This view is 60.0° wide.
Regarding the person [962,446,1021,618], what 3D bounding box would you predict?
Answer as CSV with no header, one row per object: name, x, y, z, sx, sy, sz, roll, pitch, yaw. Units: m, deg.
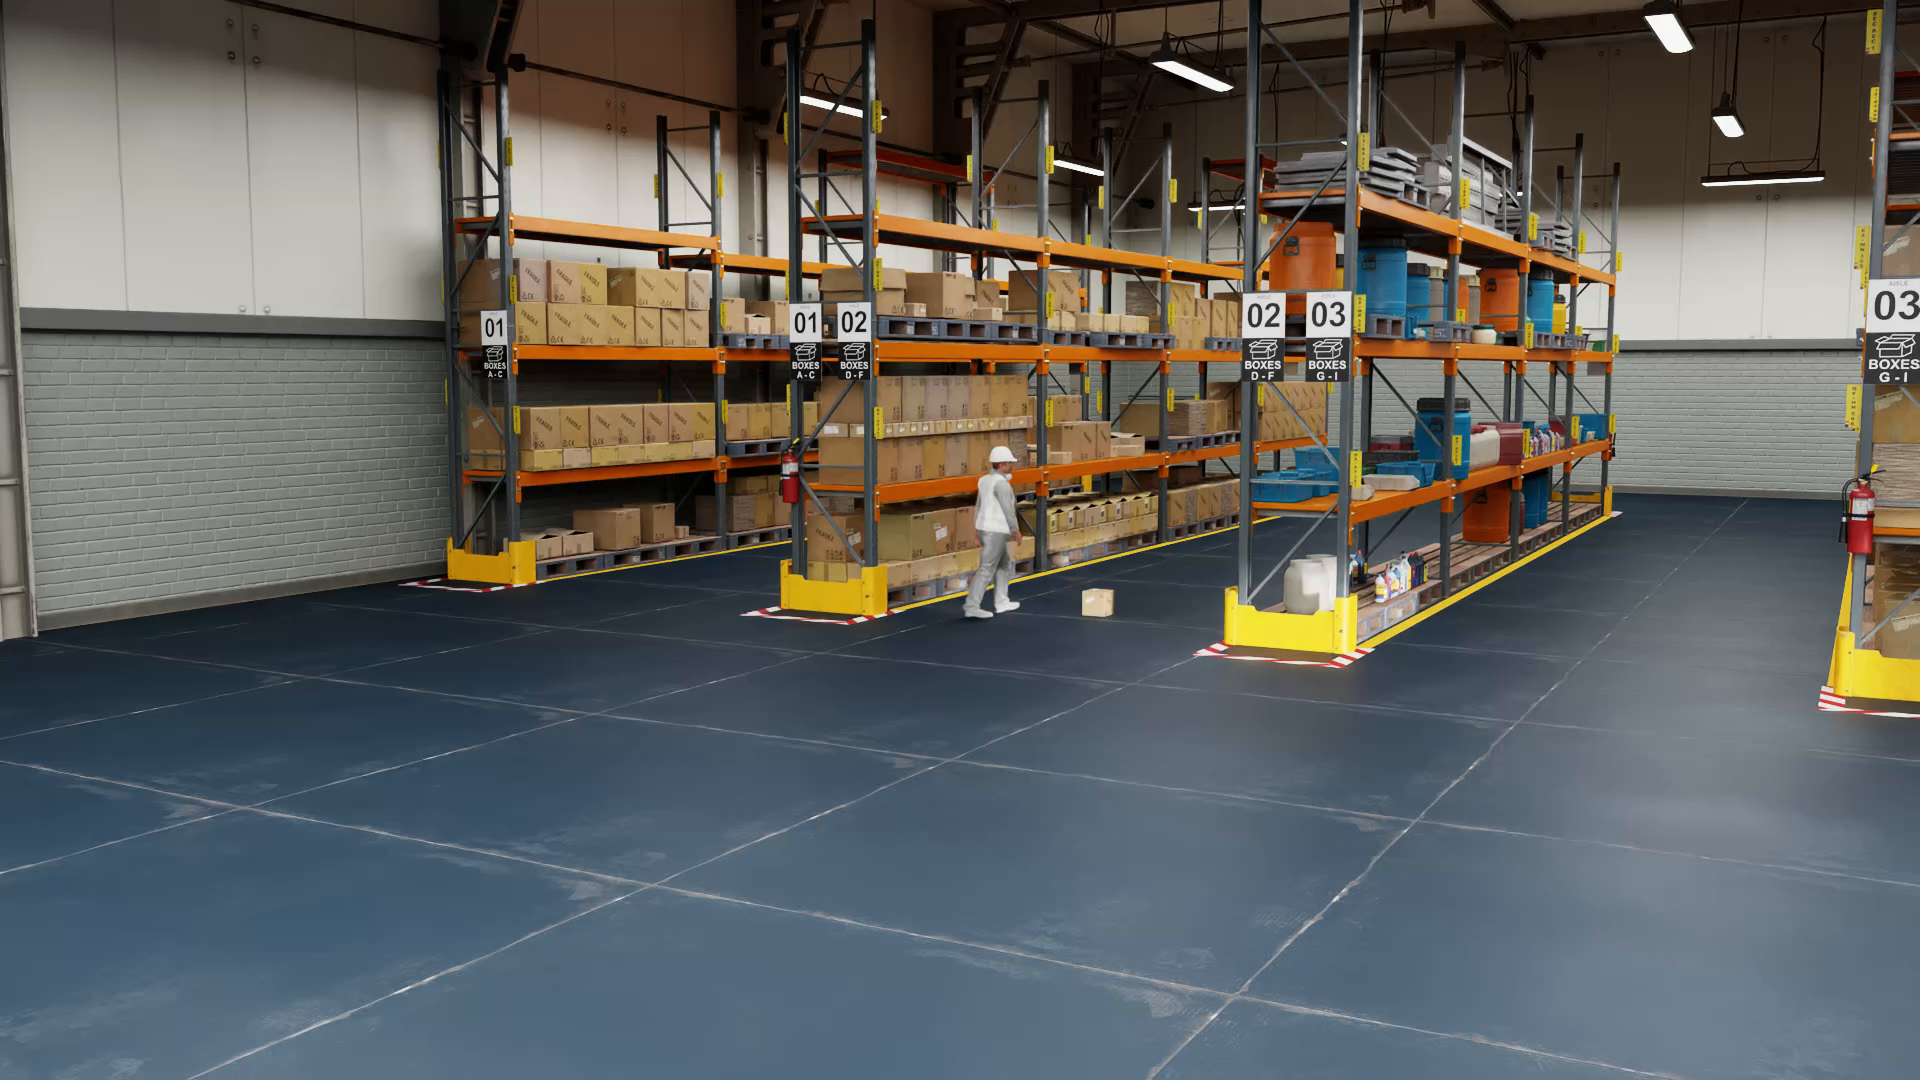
person,0.347,-0.088,17.000,0.777,1.737,0.621,-2,6,-20
